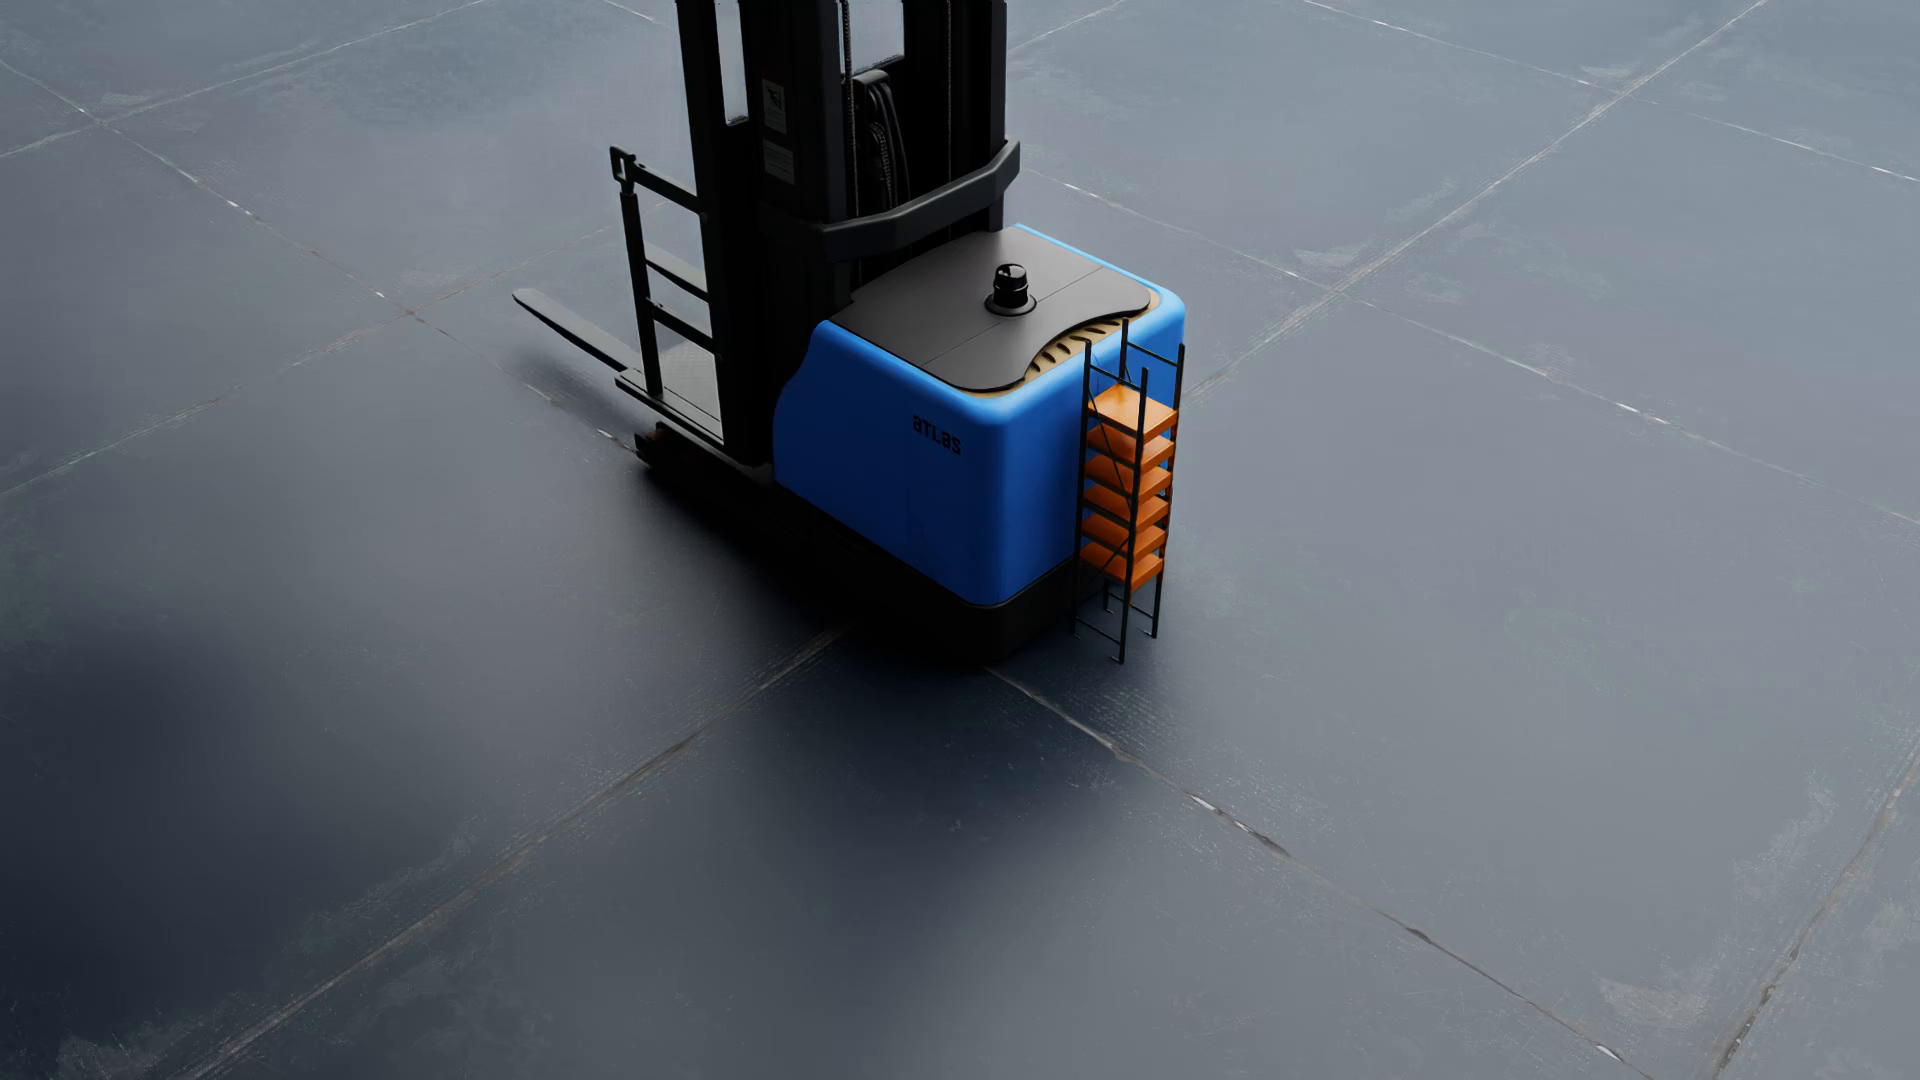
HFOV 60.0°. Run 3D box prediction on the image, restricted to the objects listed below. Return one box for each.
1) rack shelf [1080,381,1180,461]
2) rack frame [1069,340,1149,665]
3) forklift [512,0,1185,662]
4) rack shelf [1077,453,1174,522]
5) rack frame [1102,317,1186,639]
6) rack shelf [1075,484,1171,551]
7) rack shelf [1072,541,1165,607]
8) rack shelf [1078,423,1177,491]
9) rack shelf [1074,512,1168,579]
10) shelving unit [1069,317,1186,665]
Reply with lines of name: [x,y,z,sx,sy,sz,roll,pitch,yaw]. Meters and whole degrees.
rack shelf: [0.536,-0.380,5.257,0.258,0.103,0.180,30,47,32]
rack frame: [0.474,-0.091,5.400,0.240,1.200,0.006,30,47,32]
forklift: [-0.636,-1.541,5.833,3.031,2.935,1.130,31,48,33]
rack shelf: [0.536,-0.192,5.406,0.258,0.103,0.180,30,47,32]
rack frame: [0.598,-0.175,5.505,0.240,1.200,0.006,30,47,32]
rack shelf: [0.536,-0.098,5.481,0.258,0.103,0.180,30,47,32]
rack shelf: [0.536,0.090,5.630,0.258,0.103,0.180,30,47,32]
rack shelf: [0.536,-0.286,5.331,0.258,0.103,0.180,30,47,32]
rack shelf: [0.536,-0.004,5.555,0.258,0.103,0.180,30,47,32]
shelving unit: [0.536,-0.133,5.453,0.258,1.200,0.189,30,47,32]
